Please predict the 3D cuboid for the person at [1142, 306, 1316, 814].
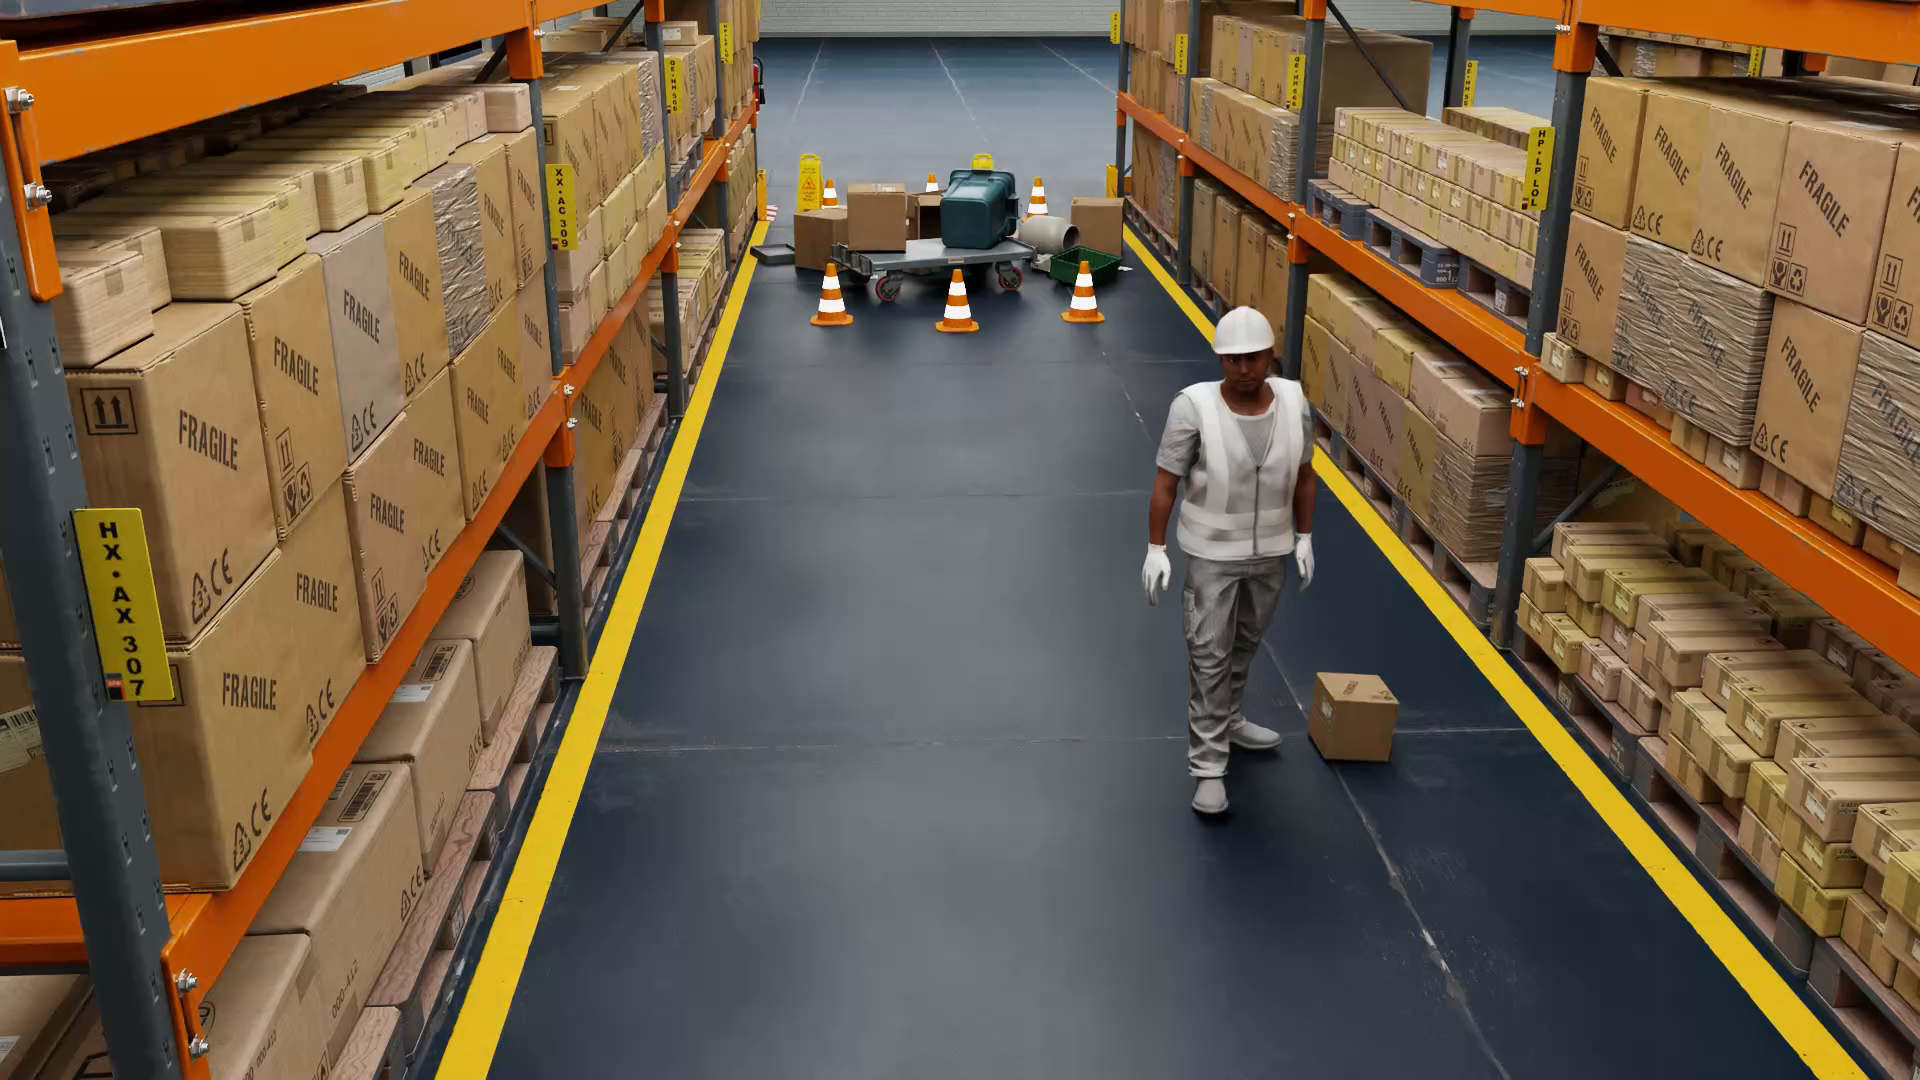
[{"bbox_3d":[0.968,0.053,5.900,0.636,1.789,0.643,-6,21,-16],"label":"person"}]
